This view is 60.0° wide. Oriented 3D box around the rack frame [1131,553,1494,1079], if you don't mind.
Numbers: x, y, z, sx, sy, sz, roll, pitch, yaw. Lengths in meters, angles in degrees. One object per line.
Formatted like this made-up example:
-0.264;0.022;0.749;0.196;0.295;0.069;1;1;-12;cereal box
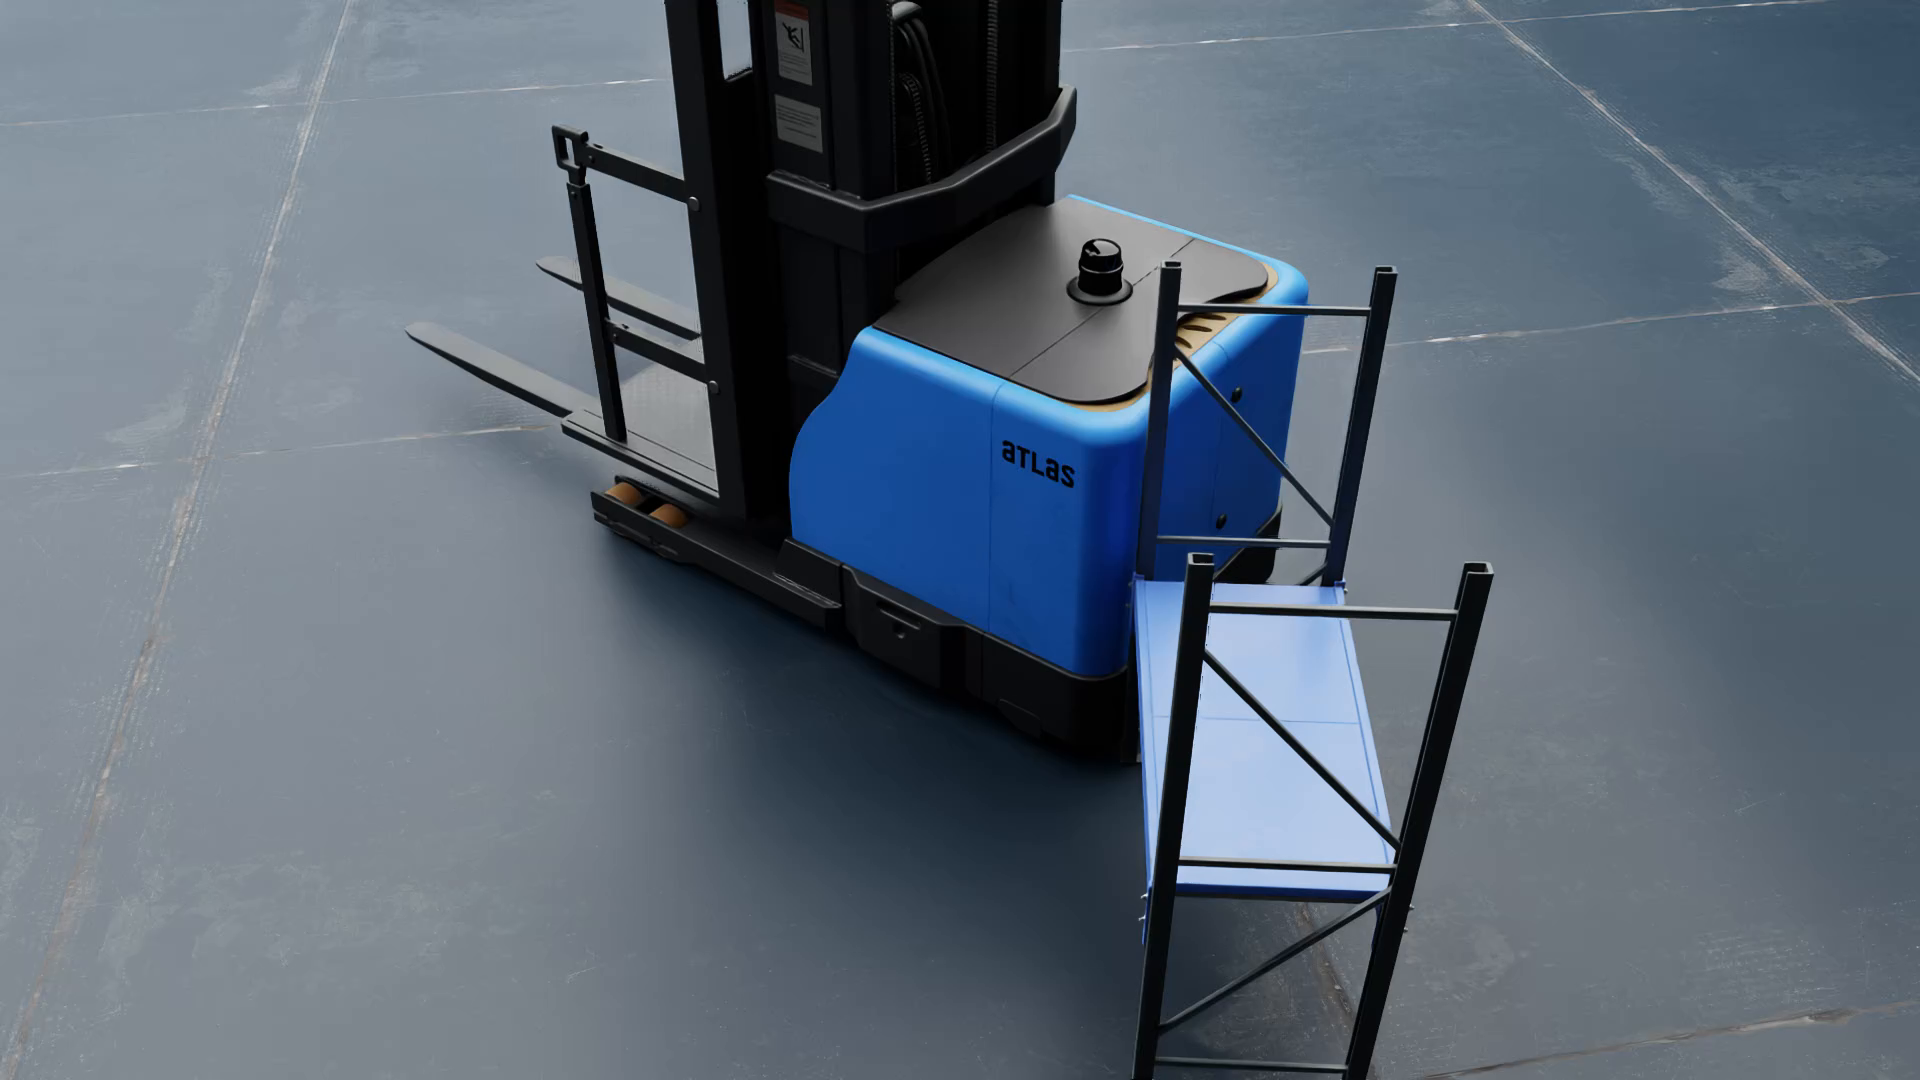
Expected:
0.629;0.631;3.215;0.500;1.500;0.032;2;38;2;rack frame

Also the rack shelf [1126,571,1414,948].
0.656;0.462;3.727;0.538;0.185;1.000;2;38;2;rack shelf

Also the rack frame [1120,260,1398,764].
0.682;0.008;4.017;0.500;1.500;0.032;2;38;2;rack frame

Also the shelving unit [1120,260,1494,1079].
0.656;0.319;3.616;0.538;1.500;1.048;2;38;2;shelving unit

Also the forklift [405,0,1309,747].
-0.539;-1.335;4.579;3.031;2.935;1.130;24;44;28;forklift
